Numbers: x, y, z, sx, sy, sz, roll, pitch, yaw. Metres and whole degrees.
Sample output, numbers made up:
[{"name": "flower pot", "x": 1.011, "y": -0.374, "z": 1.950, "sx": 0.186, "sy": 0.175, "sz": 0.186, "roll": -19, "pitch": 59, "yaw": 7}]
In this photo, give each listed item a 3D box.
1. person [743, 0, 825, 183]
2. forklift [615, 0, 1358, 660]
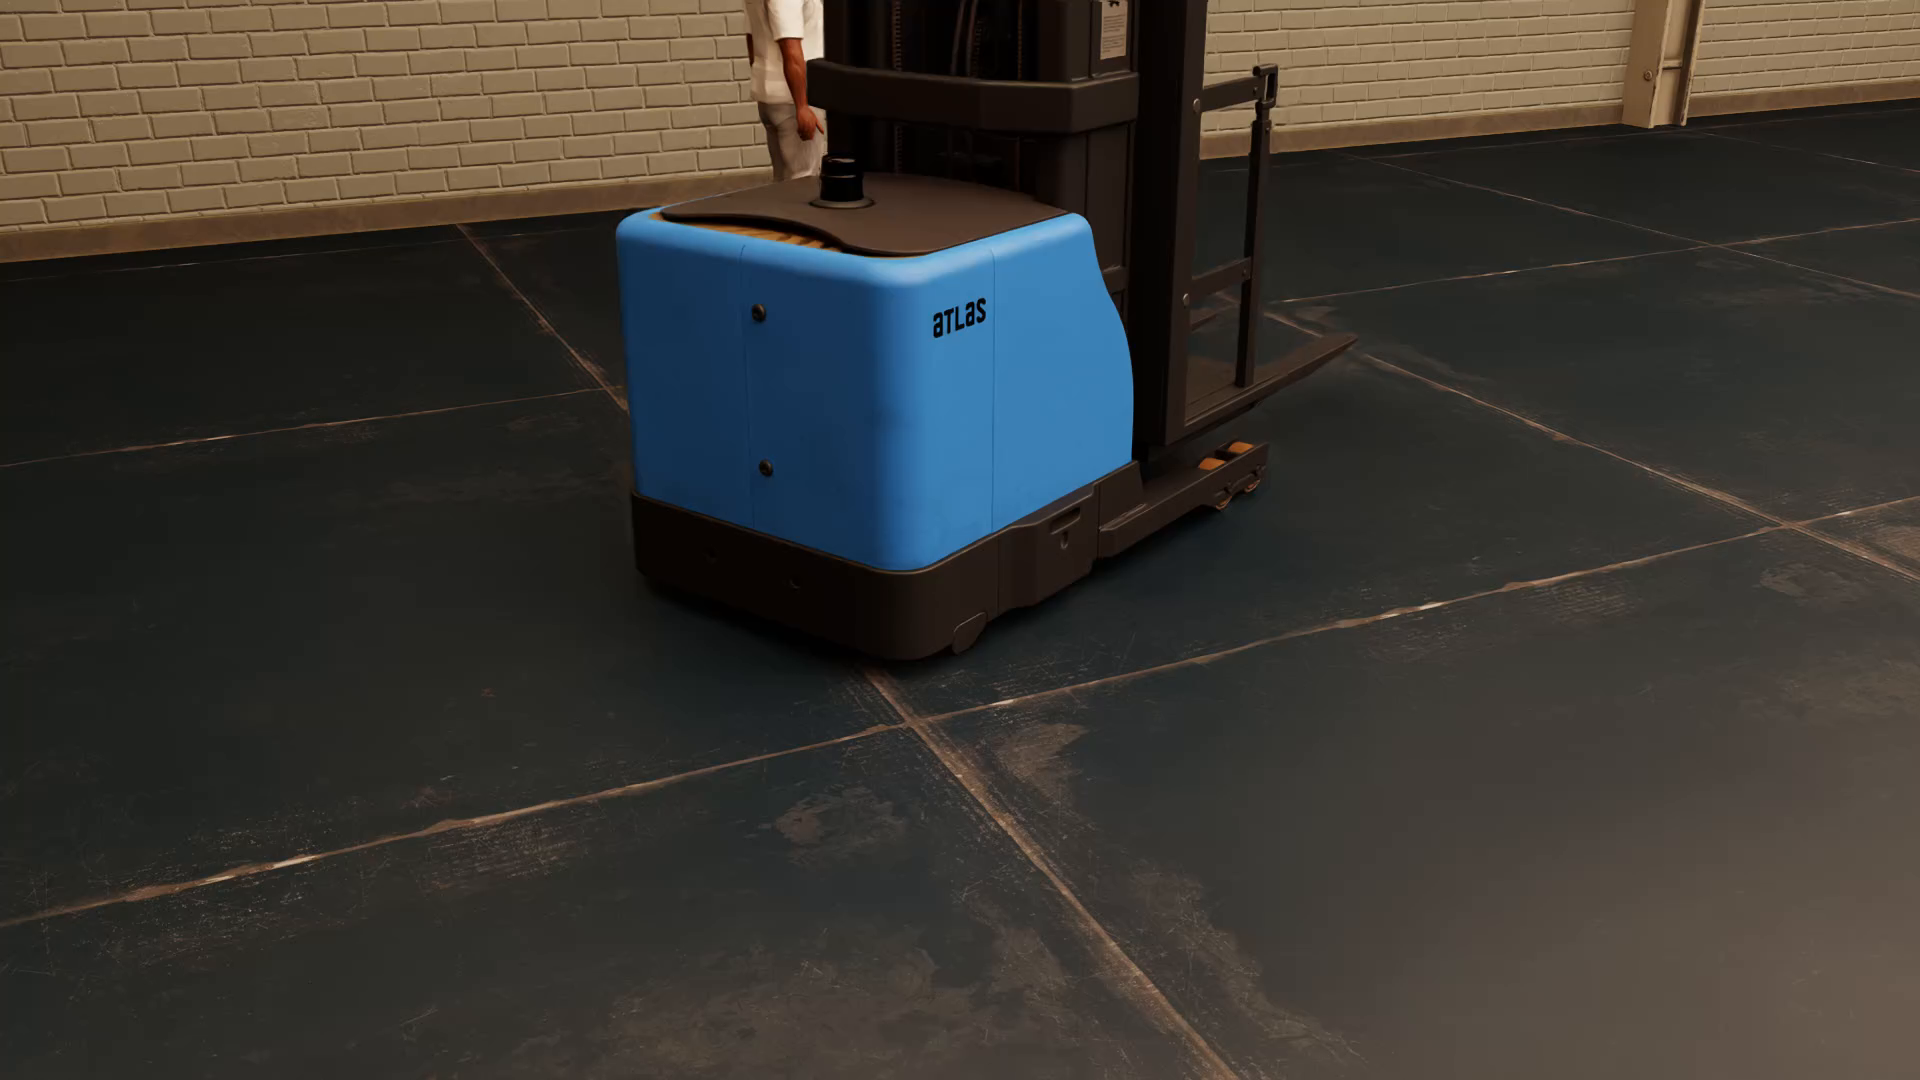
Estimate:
[{"name": "person", "x": -0.762, "y": -2.023, "z": 7.677, "sx": 0.387, "sy": 1.771, "sz": 0.614, "roll": -9, "pitch": 24, "yaw": -22}, {"name": "forklift", "x": 0.363, "y": -1.551, "z": 5.021, "sx": 1.130, "sy": 2.935, "sz": 3.031, "roll": 16, "pitch": 27, "yaw": 34}]
